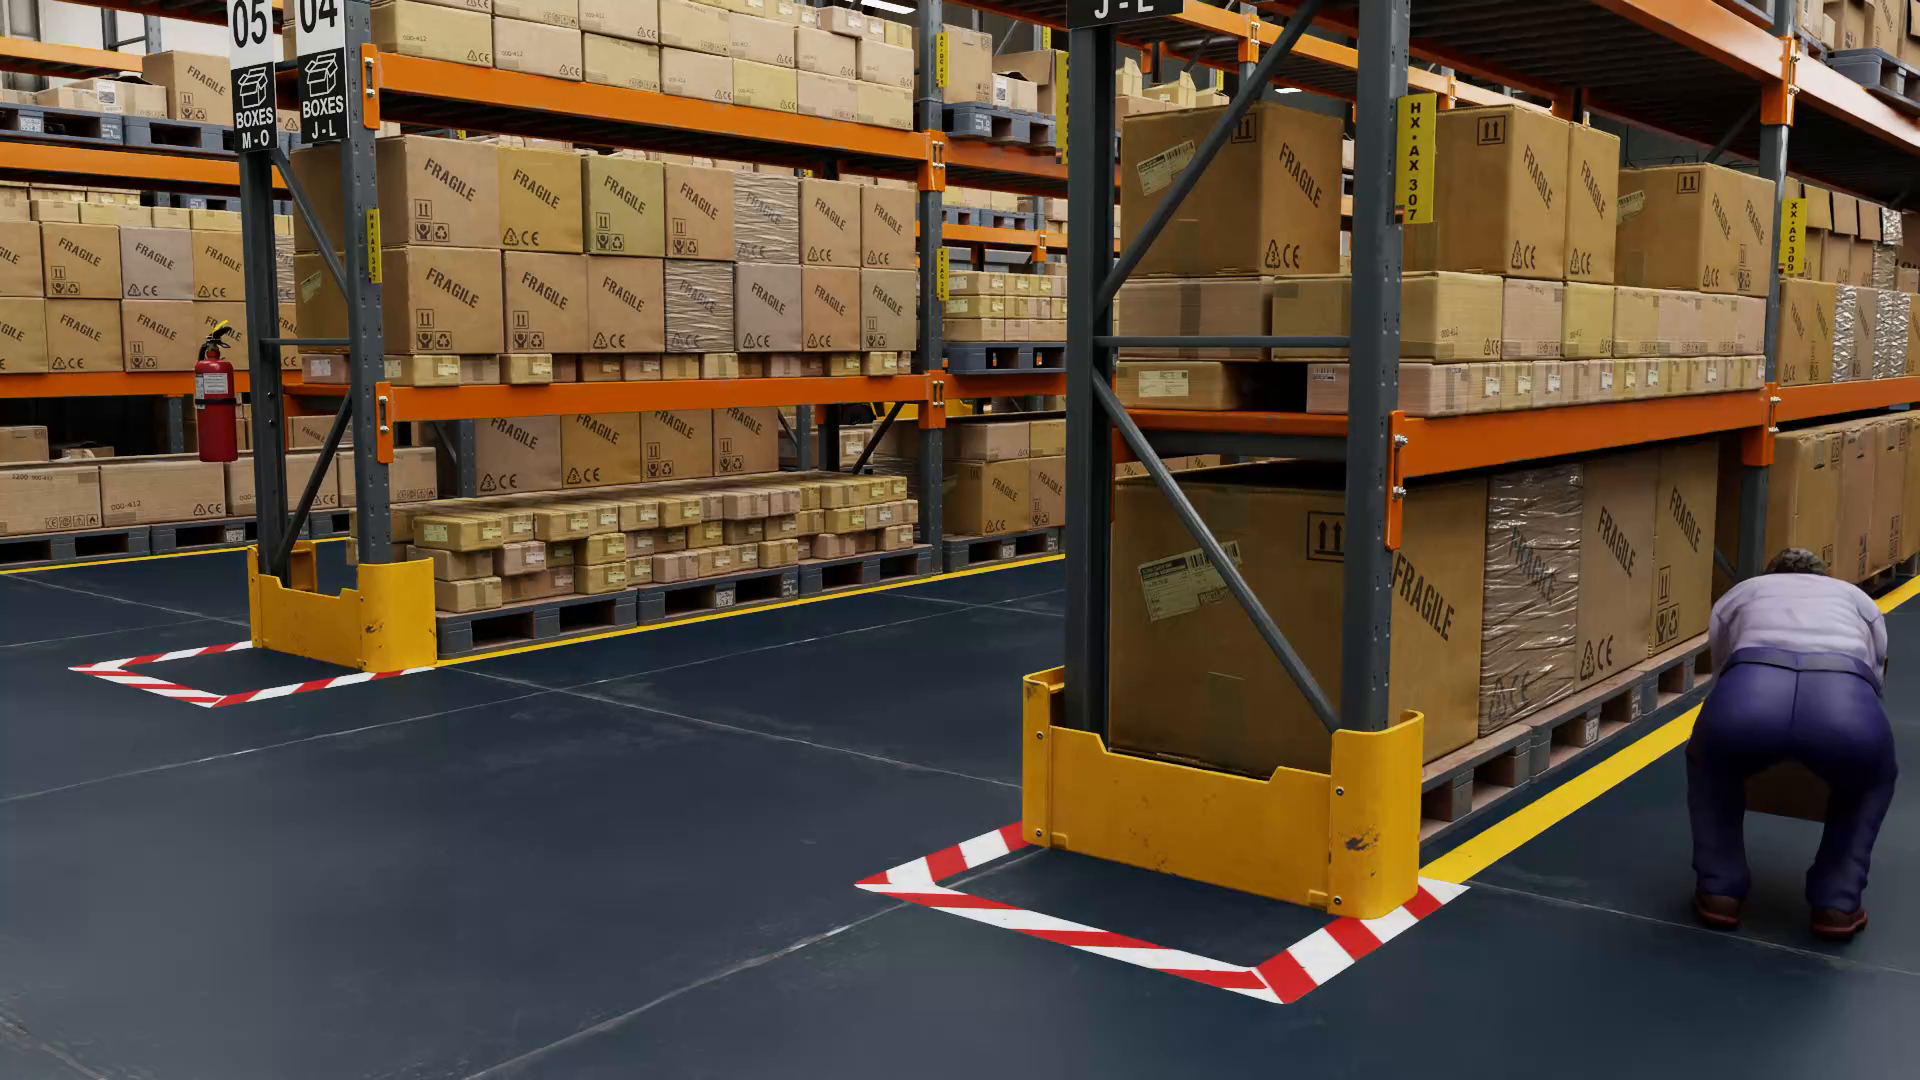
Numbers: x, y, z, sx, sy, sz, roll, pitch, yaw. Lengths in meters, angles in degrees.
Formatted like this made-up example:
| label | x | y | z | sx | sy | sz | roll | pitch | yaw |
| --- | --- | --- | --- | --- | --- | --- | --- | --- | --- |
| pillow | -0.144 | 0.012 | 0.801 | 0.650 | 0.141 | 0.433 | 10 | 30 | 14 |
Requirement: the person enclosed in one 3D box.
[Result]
| label | x | y | z | sx | sy | sz | roll | pitch | yaw |
| --- | --- | --- | --- | --- | --- | --- | --- | --- | --- |
| person | 2.197 | 0.524 | 4.403 | 0.514 | 0.946 | 0.866 | 4 | 8 | 29 |
